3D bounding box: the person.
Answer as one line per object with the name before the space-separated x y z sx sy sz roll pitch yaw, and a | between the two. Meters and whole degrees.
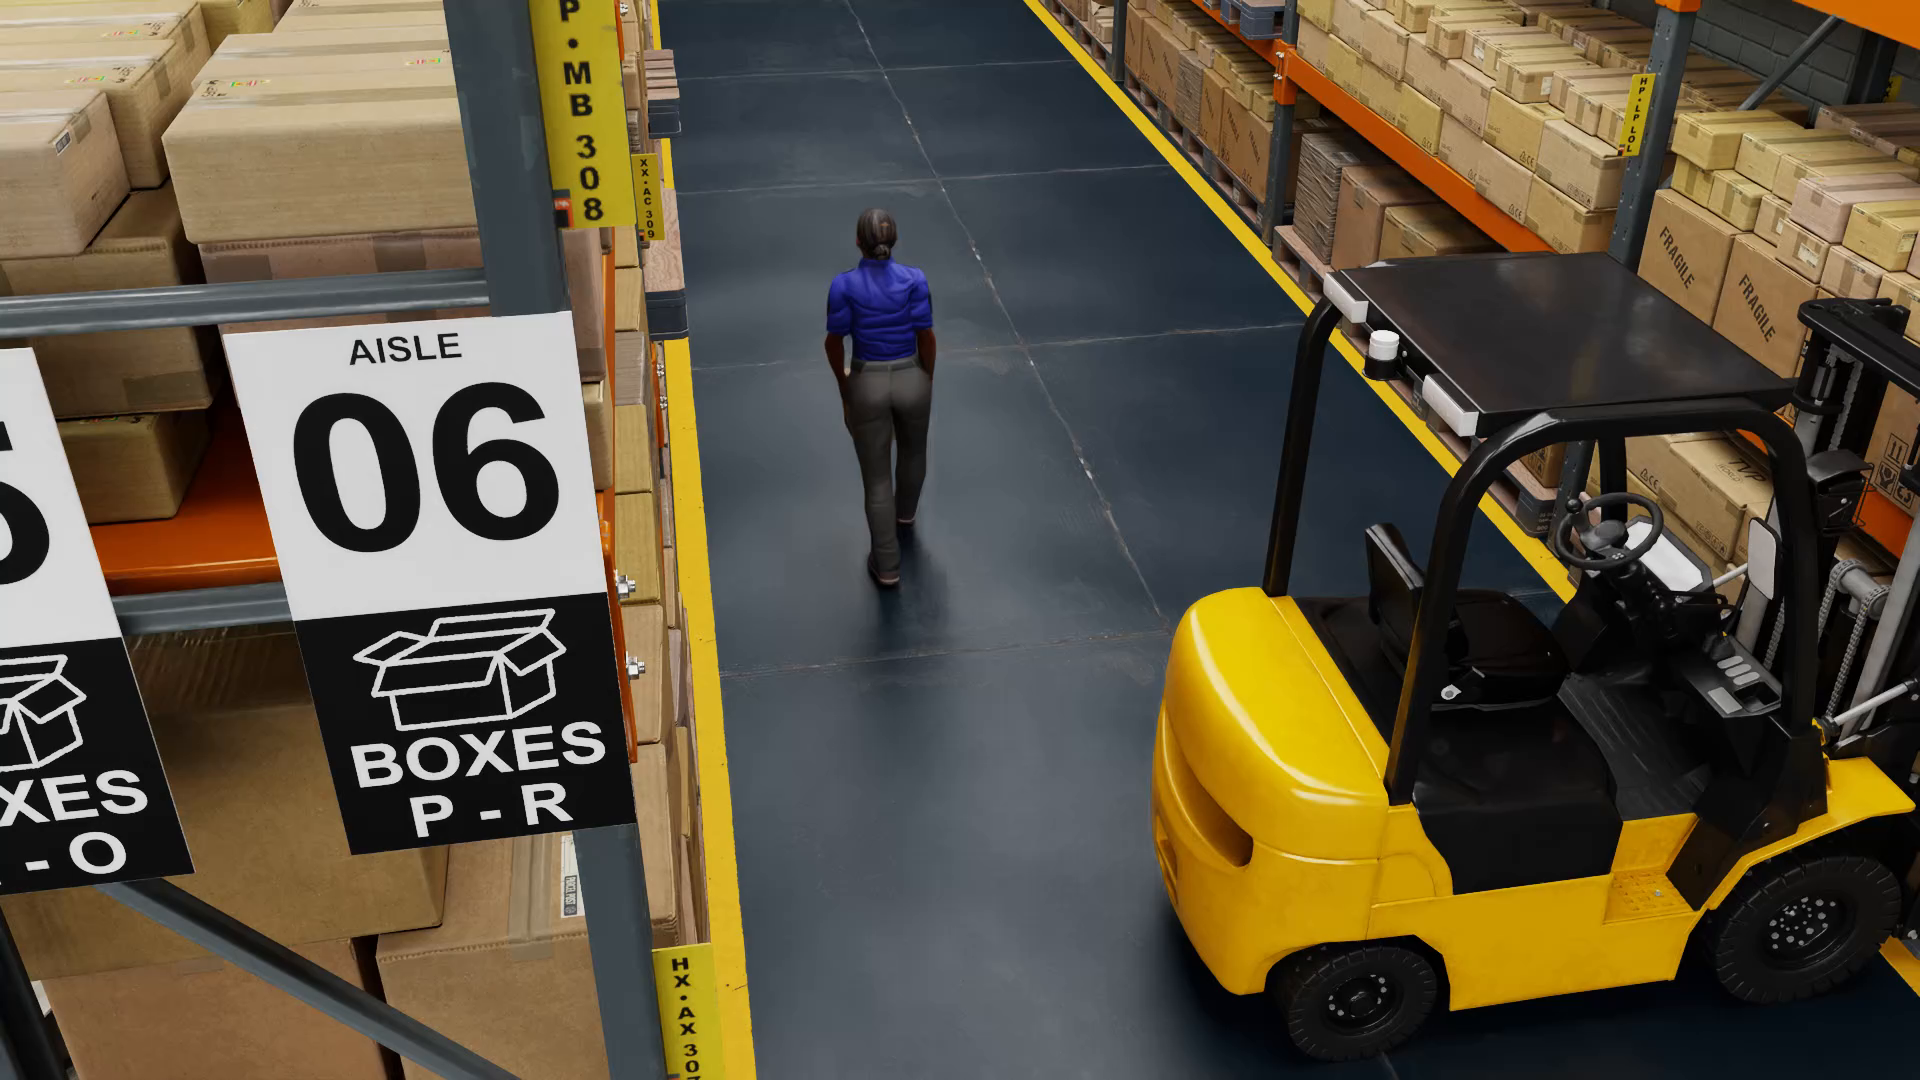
person | -0.356 -0.686 7.275 0.472 1.635 0.788 -6 31 -10
